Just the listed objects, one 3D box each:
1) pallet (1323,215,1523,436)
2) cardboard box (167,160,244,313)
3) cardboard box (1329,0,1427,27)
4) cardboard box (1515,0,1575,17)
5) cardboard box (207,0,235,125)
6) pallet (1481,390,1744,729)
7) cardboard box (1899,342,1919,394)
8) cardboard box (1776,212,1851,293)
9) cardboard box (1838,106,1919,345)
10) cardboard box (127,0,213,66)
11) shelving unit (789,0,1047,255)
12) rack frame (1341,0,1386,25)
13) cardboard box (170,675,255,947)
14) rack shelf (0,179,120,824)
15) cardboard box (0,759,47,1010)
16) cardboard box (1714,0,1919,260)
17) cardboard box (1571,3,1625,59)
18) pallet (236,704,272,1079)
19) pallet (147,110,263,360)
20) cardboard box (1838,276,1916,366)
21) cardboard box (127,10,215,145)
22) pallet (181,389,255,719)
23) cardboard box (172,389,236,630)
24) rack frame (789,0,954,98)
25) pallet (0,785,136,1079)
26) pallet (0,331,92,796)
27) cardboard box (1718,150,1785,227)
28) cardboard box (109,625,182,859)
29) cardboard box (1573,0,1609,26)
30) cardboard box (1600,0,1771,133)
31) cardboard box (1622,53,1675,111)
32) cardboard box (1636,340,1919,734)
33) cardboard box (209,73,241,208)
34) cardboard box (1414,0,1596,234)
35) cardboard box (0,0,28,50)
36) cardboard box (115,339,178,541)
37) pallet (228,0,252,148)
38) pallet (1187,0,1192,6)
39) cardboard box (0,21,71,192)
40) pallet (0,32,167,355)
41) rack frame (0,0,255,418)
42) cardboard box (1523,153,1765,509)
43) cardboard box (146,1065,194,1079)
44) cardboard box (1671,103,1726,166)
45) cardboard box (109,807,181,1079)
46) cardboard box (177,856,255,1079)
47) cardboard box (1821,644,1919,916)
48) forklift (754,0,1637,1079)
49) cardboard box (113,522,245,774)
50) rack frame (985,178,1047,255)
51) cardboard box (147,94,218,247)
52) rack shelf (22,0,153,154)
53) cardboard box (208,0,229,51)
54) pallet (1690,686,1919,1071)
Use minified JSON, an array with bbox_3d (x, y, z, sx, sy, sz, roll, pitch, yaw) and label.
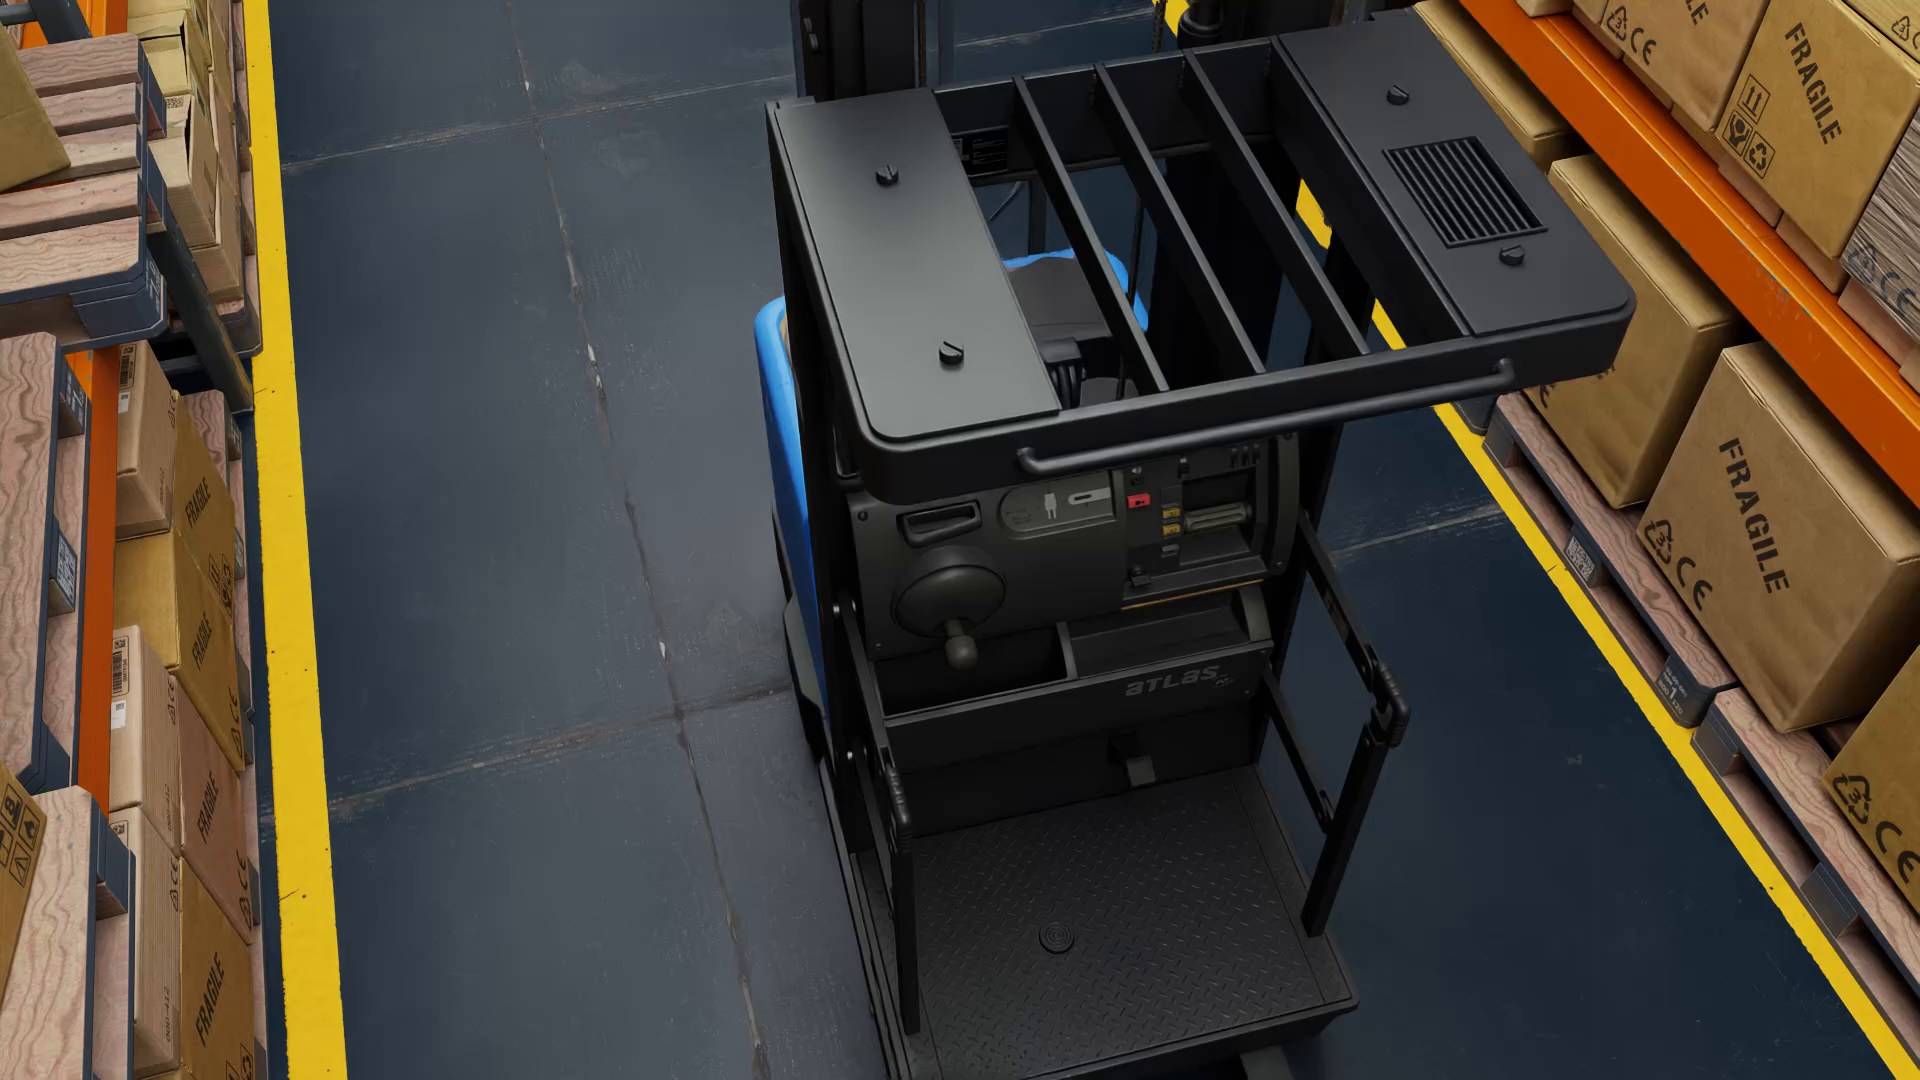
[{"bbox_3d":[2.016,-0.959,5.920,1.003,0.211,1.213,-13,51,-11],"label":"pallet"},{"bbox_3d":[-2.751,-1.026,5.676,0.500,0.250,0.500,-13,51,-11],"label":"cardboard box"},{"bbox_3d":[1.592,-2.301,6.575,0.700,0.500,0.500,-13,51,-10],"label":"cardboard box"},{"bbox_3d":[1.794,-1.684,4.859,0.380,0.149,0.250,-12,51,-10],"label":"cardboard box"},{"bbox_3d":[-3.060,-1.771,6.305,0.500,0.250,0.500,-15,51,-12],"label":"cardboard box"},{"bbox_3d":[2.373,-0.069,5.170,1.003,0.211,1.213,-13,51,-11],"label":"pallet"},{"bbox_3d":[2.393,-0.389,3.767,0.380,0.149,0.250,-13,51,-11],"label":"cardboard box"},{"bbox_3d":[2.265,-0.772,4.090,0.380,0.149,0.250,-12,51,-10],"label":"cardboard box"},{"bbox_3d":[2.359,-0.683,3.591,0.500,0.500,0.500,-13,51,-11],"label":"cardboard box"},{"bbox_3d":[-3.063,-1.961,6.098,0.500,0.311,0.500,-15,51,-12],"label":"cardboard box"},{"bbox_3d":[-0.140,-0.950,5.070,0.538,1.500,1.048,-11,51,-9],"label":"shelving unit"},{"bbox_3d":[1.854,-2.450,5.354,1.000,3.000,0.127,-13,51,-11],"label":"rack frame"},{"bbox_3d":[-2.062,0.726,4.023,0.500,0.500,0.500,-15,52,-12],"label":"cardboard box"},{"bbox_3d":[-2.285,0.365,3.451,1.077,0.370,4.000,-13,51,-11],"label":"rack shelf"},{"bbox_3d":[-1.884,0.542,2.491,0.700,0.500,0.500,-6,50,-5],"label":"cardboard box"},{"bbox_3d":[2.207,-1.046,3.897,0.500,0.500,0.500,-12,51,-10],"label":"cardboard box"},{"bbox_3d":[1.987,-1.528,4.728,0.380,0.149,0.250,-14,51,-11],"label":"cardboard box"},{"bbox_3d":[-2.335,1.015,4.257,1.003,0.211,1.213,-13,51,-11],"label":"pallet"},{"bbox_3d":[-3.083,-1.039,5.988,1.003,0.211,1.213,-13,51,-11],"label":"pallet"},{"bbox_3d":[2.333,-0.575,3.924,0.380,0.149,0.250,-15,51,-12],"label":"cardboard box"},{"bbox_3d":[-2.914,-1.588,5.784,0.500,0.311,0.500,-14,51,-12],"label":"cardboard box"},{"bbox_3d":[-2.692,0.125,5.007,1.003,0.211,1.213,-13,51,-11],"label":"pallet"},{"bbox_3d":[-2.376,-0.034,4.664,0.500,0.500,0.500,-12,51,-10],"label":"cardboard box"},{"bbox_3d":[-0.265,-1.326,5.387,0.500,1.500,0.032,-11,51,-9],"label":"rack frame"},{"bbox_3d":[-1.826,1.047,2.531,1.003,0.211,1.213,-13,51,-11],"label":"pallet"},{"bbox_3d":[-2.297,0.154,3.284,1.003,0.211,1.213,-13,51,-11],"label":"pallet"},{"bbox_3d":[2.194,-0.965,4.253,0.380,0.149,0.250,-13,51,-11],"label":"cardboard box"},{"bbox_3d":[-2.049,0.511,3.714,0.500,0.250,0.500,-14,51,-12],"label":"cardboard box"},{"bbox_3d":[1.900,-1.788,4.522,0.500,0.500,0.500,-12,51,-10],"label":"cardboard box"},{"bbox_3d":[2.045,-1.425,4.216,0.500,0.500,0.500,-14,51,-11],"label":"cardboard box"},{"bbox_3d":[2.072,-1.340,4.569,0.380,0.149,0.250,-12,51,-10],"label":"cardboard box"},{"bbox_3d":[2.455,-0.065,4.474,0.750,0.750,0.750,-12,51,-10],"label":"cardboard box"},{"bbox_3d":[-2.900,-1.393,5.986,0.500,0.250,0.500,-15,51,-12],"label":"cardboard box"},{"bbox_3d":[1.947,-1.326,5.537,0.750,0.750,0.750,-14,51,-11],"label":"cardboard box"},{"bbox_3d":[-2.942,-1.574,4.674,0.500,0.311,0.500,-10,51,-9],"label":"cardboard box"},{"bbox_3d":[-2.355,-0.235,4.343,0.500,0.250,0.500,-12,51,-10],"label":"cardboard box"},{"bbox_3d":[-3.440,-1.928,6.738,1.003,0.211,1.213,-13,51,-11],"label":"pallet"},{"bbox_3d":[1.625,-2.123,6.901,1.003,0.211,1.213,-13,51,-11],"label":"pallet"},{"bbox_3d":[-2.583,-1.061,3.842,0.700,0.500,0.500,-30,56,-23],"label":"cardboard box"},{"bbox_3d":[-2.609,-0.787,4.077,1.213,0.211,1.003,-13,51,-11],"label":"pallet"},{"bbox_3d":[-2.877,-1.328,4.407,1.000,3.000,0.127,-13,51,-11],"label":"rack frame"},{"bbox_3d":[2.199,-0.685,4.997,0.750,0.750,0.750,-14,51,-11],"label":"cardboard box"},{"bbox_3d":[-1.772,1.462,3.403,0.500,0.500,0.500,-13,51,-10],"label":"cardboard box"},{"bbox_3d":[2.138,-1.150,4.408,0.380,0.149,0.250,-13,51,-10],"label":"cardboard box"},{"bbox_3d":[-1.900,0.877,3.405,0.500,0.250,0.500,-13,51,-11],"label":"cardboard box"},{"bbox_3d":[-1.913,1.096,3.712,0.500,0.500,0.500,-13,51,-11],"label":"cardboard box"},{"bbox_3d":[2.721,0.583,3.928,0.750,0.750,0.750,-13,51,-11],"label":"cardboard box"},{"bbox_3d":[0.298,0.113,3.238,1.130,2.935,3.031,-11,51,-9],"label":"forklift"},{"bbox_3d":[-2.223,0.344,4.345,0.500,0.500,0.500,-15,51,-12],"label":"cardboard box"},{"bbox_3d":[-0.015,-0.573,4.752,0.500,1.500,0.032,-11,51,-9],"label":"rack frame"},{"bbox_3d":[-2.751,-1.206,5.462,0.500,0.311,0.500,-12,51,-10],"label":"cardboard box"},{"bbox_3d":[-3.468,-2.556,5.914,1.077,0.370,4.000,-13,51,-11],"label":"rack shelf"},{"bbox_3d":[-3.211,-2.145,6.621,0.500,0.250,0.500,-12,51,-10],"label":"cardboard box"},{"bbox_3d":[2.737,0.823,4.418,1.003,0.211,1.213,-13,51,-11],"label":"pallet"}]
